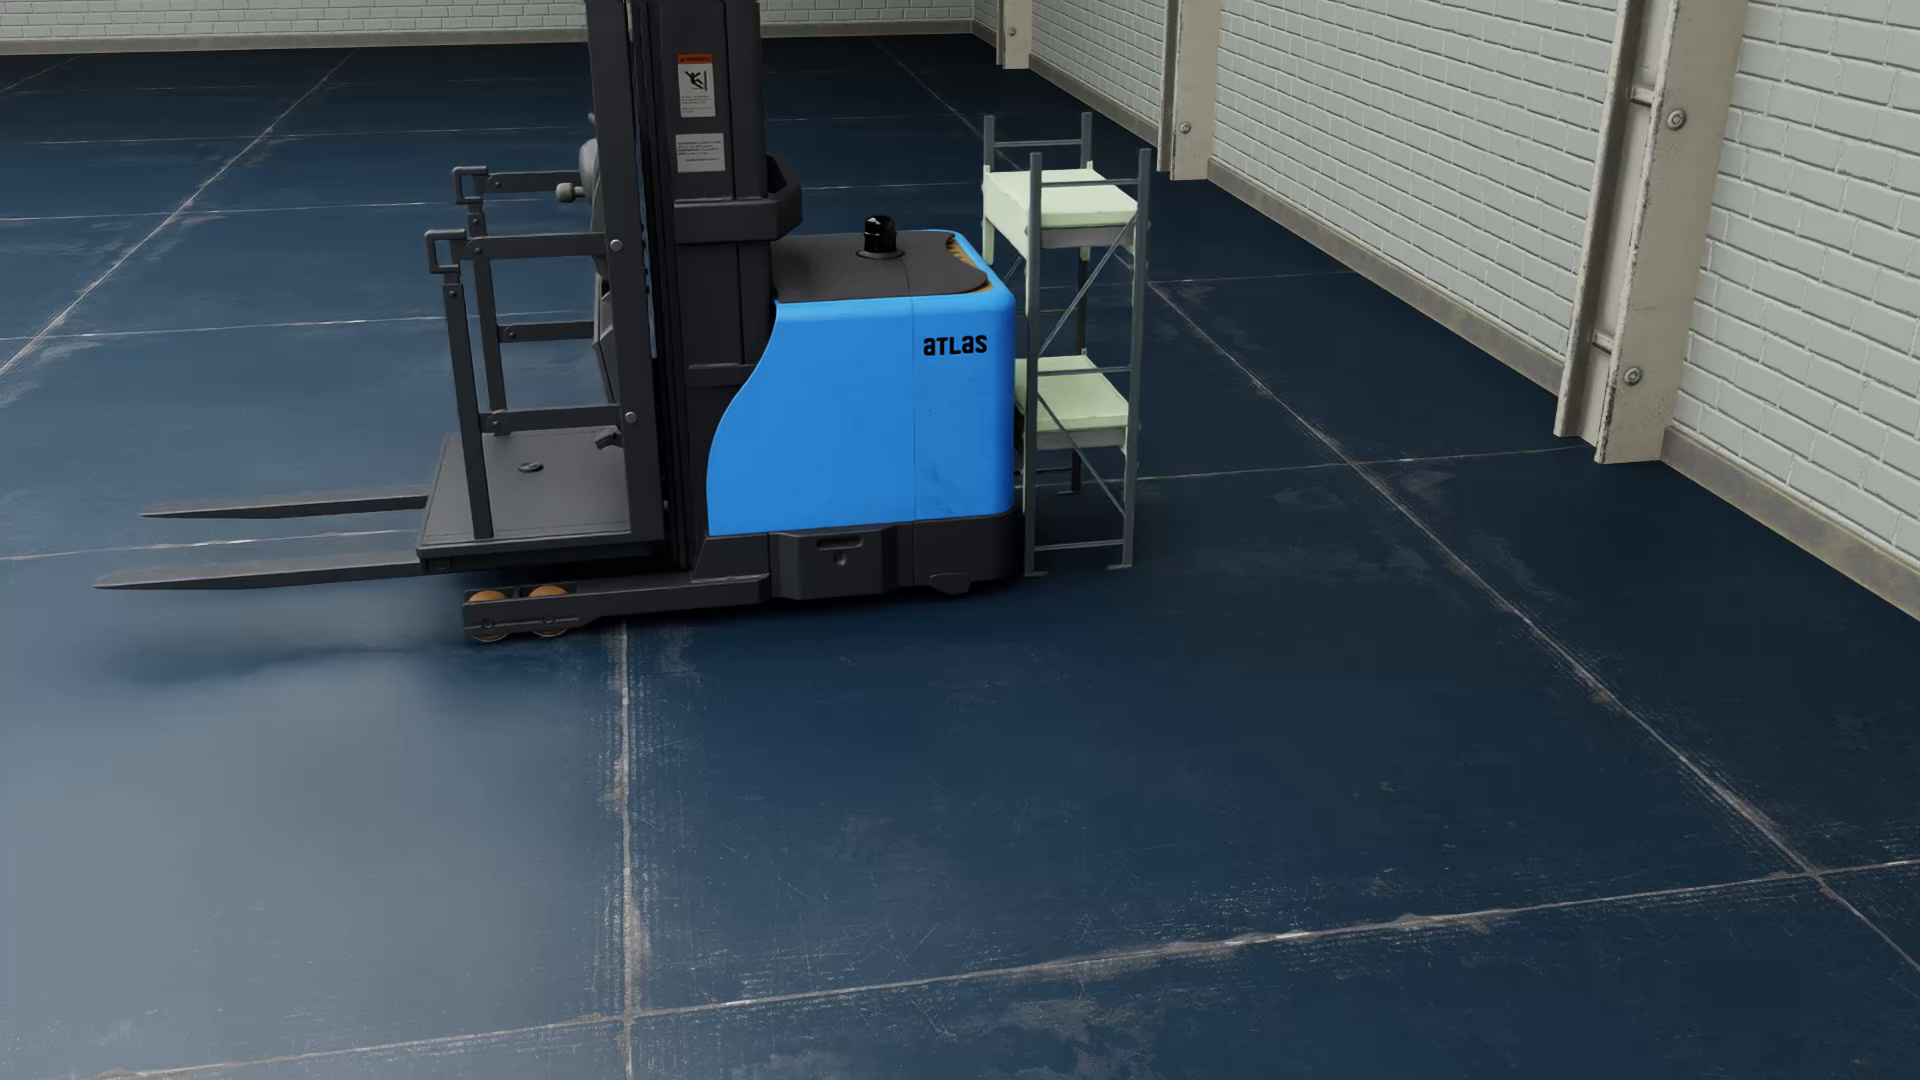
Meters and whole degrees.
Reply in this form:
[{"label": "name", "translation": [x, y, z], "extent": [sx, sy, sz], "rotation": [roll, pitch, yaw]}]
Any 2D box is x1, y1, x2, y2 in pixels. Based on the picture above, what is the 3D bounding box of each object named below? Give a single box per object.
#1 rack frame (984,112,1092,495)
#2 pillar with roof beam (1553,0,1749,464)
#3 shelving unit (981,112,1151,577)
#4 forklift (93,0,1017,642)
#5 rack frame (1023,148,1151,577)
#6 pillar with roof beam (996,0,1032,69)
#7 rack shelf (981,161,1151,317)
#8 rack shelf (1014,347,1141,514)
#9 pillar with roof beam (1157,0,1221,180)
[{"label": "rack frame", "translation": [0.286, -0.862, 6.349], "extent": [0.400, 1.500, 0.023], "rotation": [-4, 24, -10]}, {"label": "pillar with roof beam", "translation": [-1.428, -4.213, 4.654], "extent": [9.100, 9.000, 0.400], "rotation": [-4, 24, -10]}, {"label": "shelving unit", "translation": [0.356, -0.718, 6.020], "extent": [0.431, 1.500, 0.755], "rotation": [-4, 24, -10]}, {"label": "forklift", "translation": [-1.372, -1.237, 5.419], "extent": [3.031, 2.935, 1.130], "rotation": [-4, 24, -10]}, {"label": "rack frame", "translation": [0.425, -0.574, 5.691], "extent": [0.400, 1.500, 0.023], "rotation": [-4, 24, -10]}, {"label": "pillar with roof beam", "translation": [-3.647, -8.933, 15.461], "extent": [9.100, 9.000, 0.400], "rotation": [-4, 24, -10]}, {"label": "rack shelf", "translation": [0.356, -1.076, 5.864], "extent": [0.431, 0.370, 0.720], "rotation": [-4, 24, -10]}, {"label": "rack shelf", "translation": [0.356, -0.419, 6.150], "extent": [0.431, 0.370, 0.720], "rotation": [-4, 24, -10]}, {"label": "pillar with roof beam", "translation": [-2.537, -6.573, 10.058], "extent": [9.100, 9.000, 0.400], "rotation": [-4, 24, -10]}]
